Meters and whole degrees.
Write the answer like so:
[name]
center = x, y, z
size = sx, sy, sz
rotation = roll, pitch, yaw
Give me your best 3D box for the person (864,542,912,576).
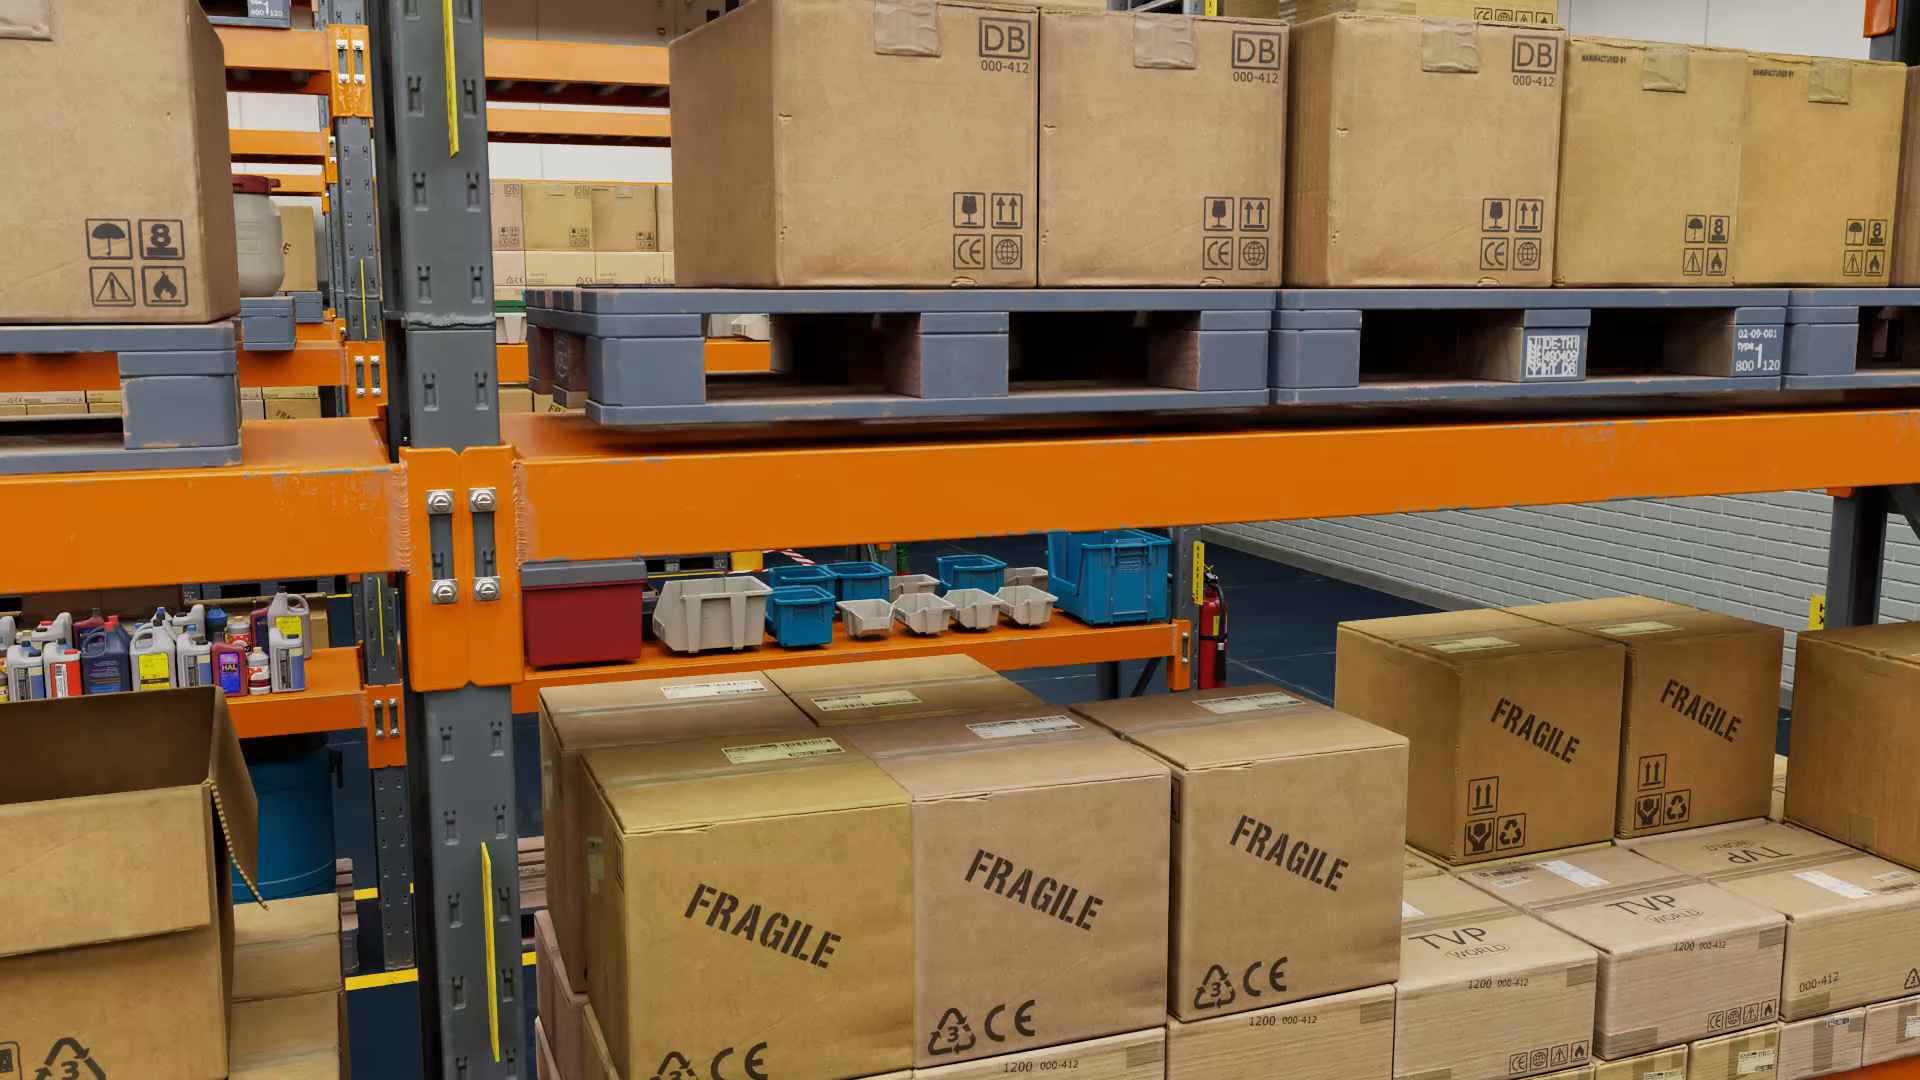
[person]
center = -0.705, -0.227, 15.777
size = 0.622, 1.779, 0.452
rotation = -4, 10, -23
